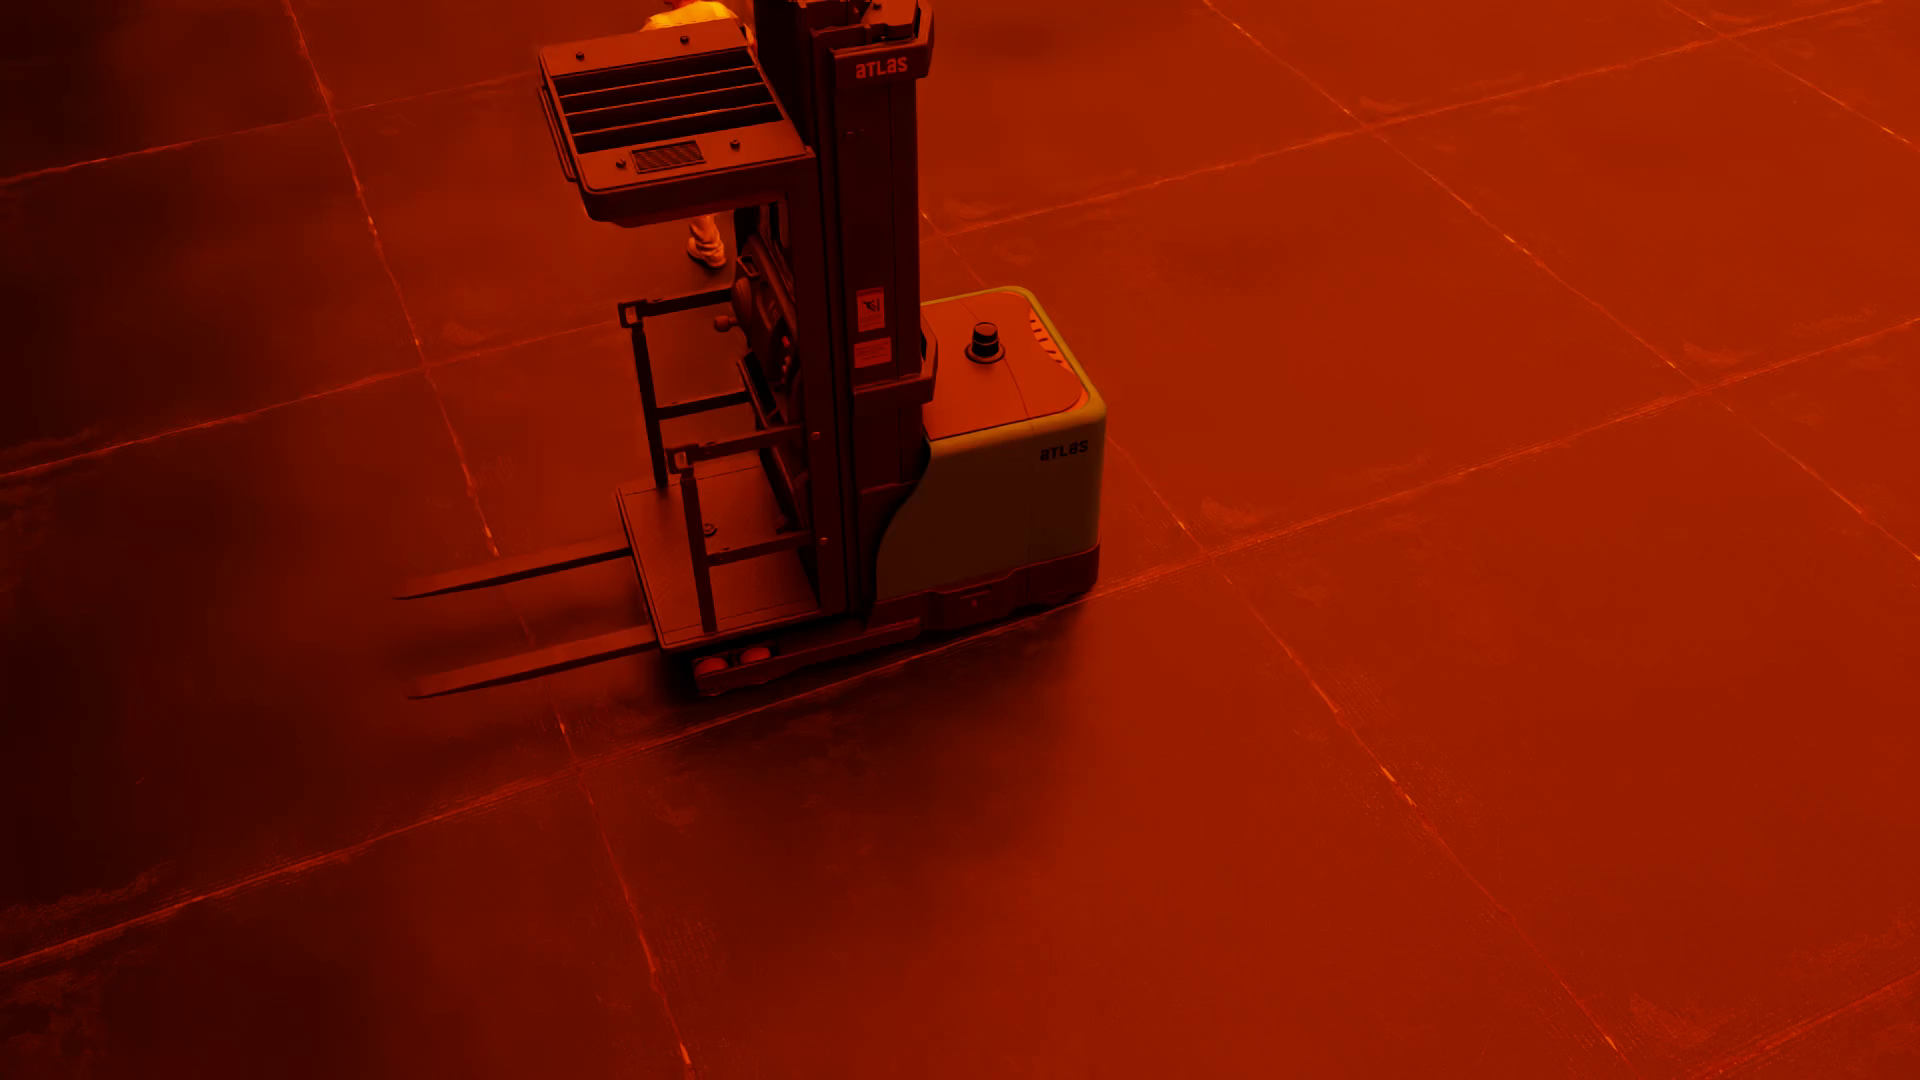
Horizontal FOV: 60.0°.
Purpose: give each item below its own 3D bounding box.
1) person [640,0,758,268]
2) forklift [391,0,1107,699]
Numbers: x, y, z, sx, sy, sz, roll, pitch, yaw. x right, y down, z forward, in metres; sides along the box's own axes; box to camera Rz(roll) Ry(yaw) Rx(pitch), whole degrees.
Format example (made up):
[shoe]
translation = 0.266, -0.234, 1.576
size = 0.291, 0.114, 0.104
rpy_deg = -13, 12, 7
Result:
[person]
translation = -1.500, -2.424, 9.156
size = 1.043, 1.769, 0.725
rpy_deg = -29, 50, -28
[forklift]
translation = -0.949, -0.814, 6.553
size = 3.031, 2.935, 1.130
rpy_deg = -13, 45, -14
